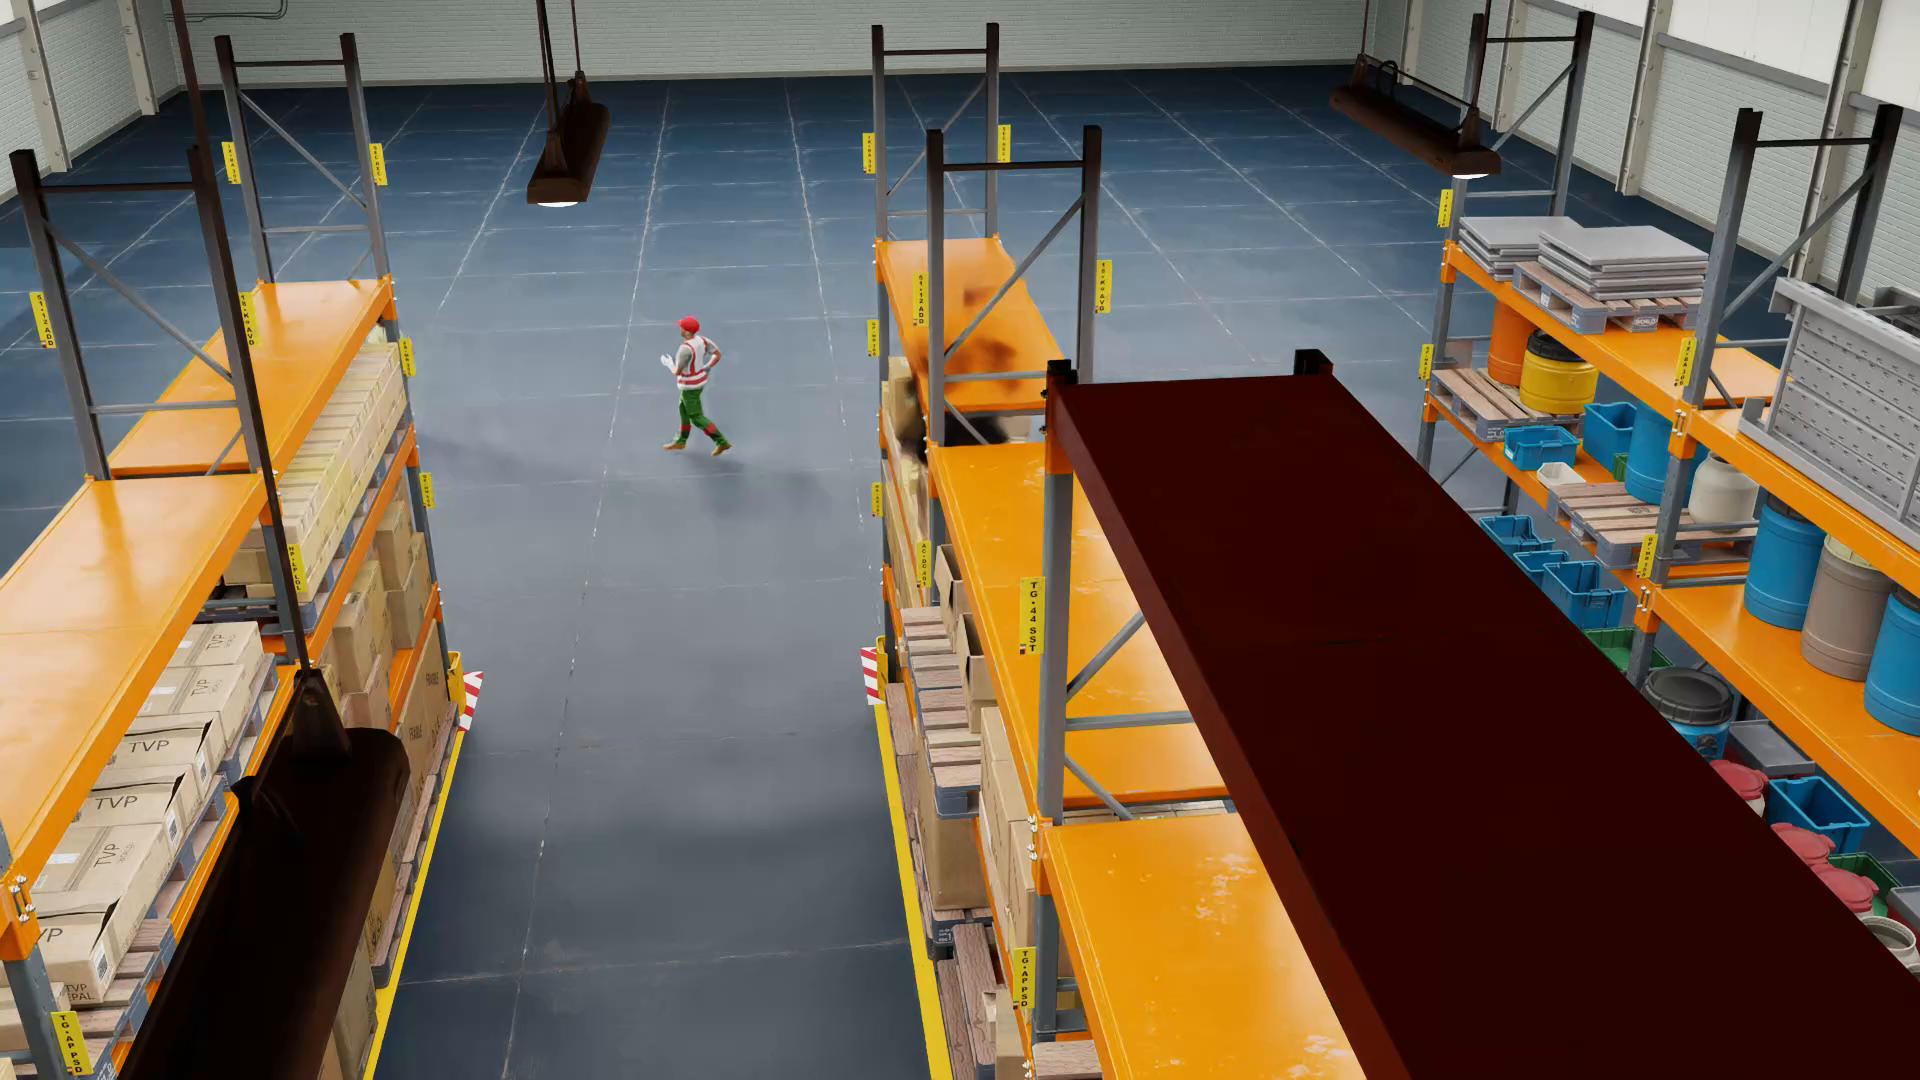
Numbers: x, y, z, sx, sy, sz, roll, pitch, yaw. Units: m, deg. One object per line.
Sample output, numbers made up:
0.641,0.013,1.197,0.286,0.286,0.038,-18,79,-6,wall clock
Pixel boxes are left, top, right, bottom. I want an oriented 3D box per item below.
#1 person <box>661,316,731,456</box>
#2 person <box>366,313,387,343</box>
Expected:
-3.201,-1.882,20.262,0.861,1.745,0.659,7,26,15,person
-7.346,-2.164,21.134,0.647,1.678,0.605,14,29,27,person
